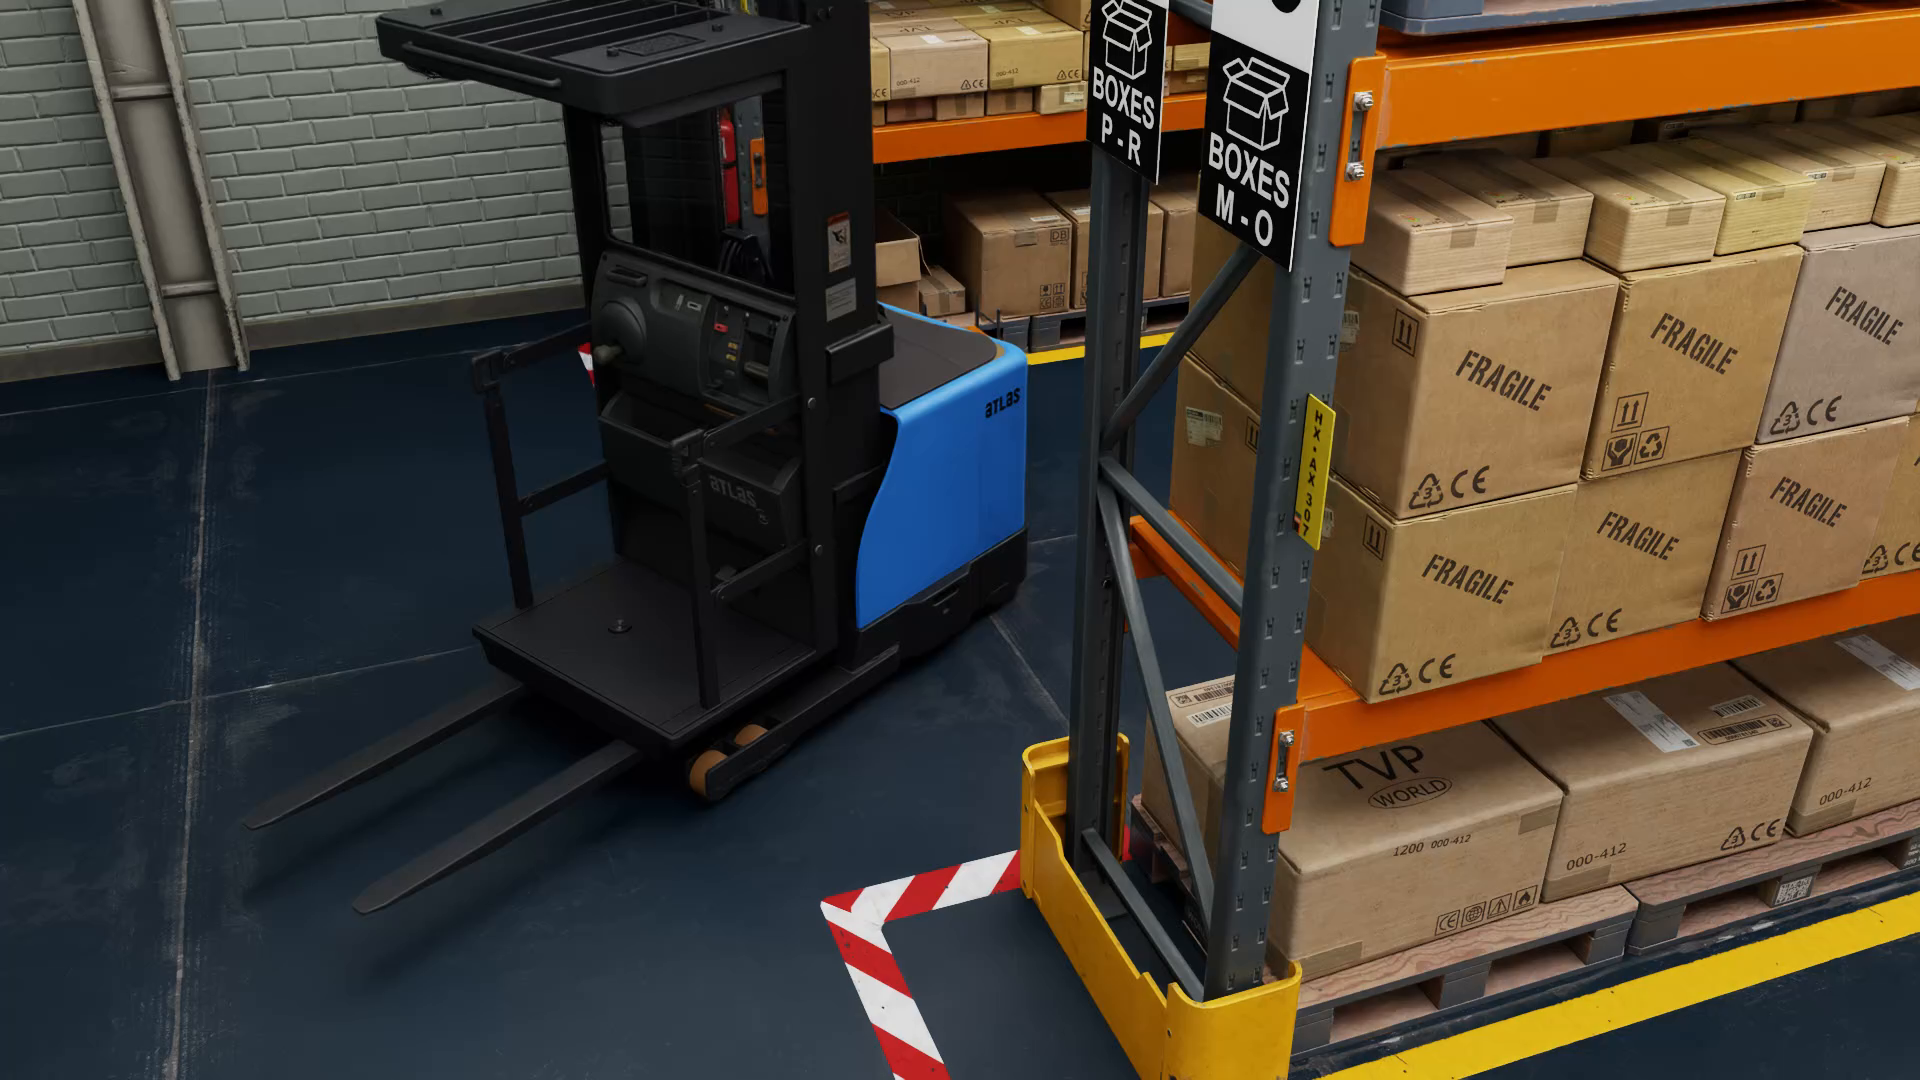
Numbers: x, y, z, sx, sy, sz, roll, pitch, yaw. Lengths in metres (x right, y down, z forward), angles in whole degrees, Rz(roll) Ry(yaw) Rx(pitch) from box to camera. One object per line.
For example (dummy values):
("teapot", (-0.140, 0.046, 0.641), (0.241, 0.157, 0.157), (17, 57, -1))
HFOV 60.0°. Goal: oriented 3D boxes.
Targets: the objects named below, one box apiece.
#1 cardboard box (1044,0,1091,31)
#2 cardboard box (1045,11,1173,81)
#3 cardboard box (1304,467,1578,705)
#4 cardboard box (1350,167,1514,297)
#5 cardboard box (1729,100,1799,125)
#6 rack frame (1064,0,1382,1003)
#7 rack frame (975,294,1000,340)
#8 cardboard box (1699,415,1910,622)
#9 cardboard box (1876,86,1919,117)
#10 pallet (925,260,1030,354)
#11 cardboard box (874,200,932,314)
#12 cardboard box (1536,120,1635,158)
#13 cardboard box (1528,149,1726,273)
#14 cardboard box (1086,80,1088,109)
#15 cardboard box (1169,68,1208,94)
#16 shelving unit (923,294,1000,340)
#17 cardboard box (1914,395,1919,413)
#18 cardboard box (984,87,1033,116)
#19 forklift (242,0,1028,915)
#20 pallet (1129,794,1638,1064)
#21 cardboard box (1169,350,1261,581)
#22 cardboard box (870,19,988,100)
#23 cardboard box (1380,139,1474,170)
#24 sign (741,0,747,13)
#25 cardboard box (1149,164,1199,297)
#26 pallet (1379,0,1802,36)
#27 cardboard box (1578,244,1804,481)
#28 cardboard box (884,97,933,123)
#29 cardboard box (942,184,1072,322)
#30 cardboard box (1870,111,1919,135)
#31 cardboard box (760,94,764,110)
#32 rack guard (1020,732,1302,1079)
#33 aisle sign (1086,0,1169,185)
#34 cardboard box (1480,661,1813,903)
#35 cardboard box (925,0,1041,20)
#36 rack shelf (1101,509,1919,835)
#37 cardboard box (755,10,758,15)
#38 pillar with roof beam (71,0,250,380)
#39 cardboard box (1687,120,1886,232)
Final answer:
("cardboard box", (0.750, -2.894, 8.392), (0.500, 0.500, 0.500), (-10, 31, -16))
("cardboard box", (0.763, -2.583, 8.605), (0.500, 0.250, 0.500), (-11, 32, -19))
("cardboard box", (1.110, 0.018, 4.088), (0.500, 0.500, 0.500), (-11, 31, -18))
("cardboard box", (0.989, -0.682, 3.650), (0.250, 0.149, 0.380), (-10, 31, -17))
("cardboard box", (2.003, -1.149, 4.471), (0.250, 0.149, 0.380), (-10, 31, -16))
("rack frame", (0.560, 0.011, 4.201), (0.127, 3.000, 1.000), (-10, 31, -18))
("rack frame", (0.114, -0.525, 7.110), (0.008, 1.050, 0.200), (-15, 33, -24))
("cardboard box", (2.057, -0.162, 4.403), (0.500, 0.500, 0.500), (-11, 31, -18))
("cardboard box", (2.488, -1.251, 4.649), (0.250, 0.149, 0.380), (-10, 31, -17))
("pallet", (-0.357, -1.231, 9.197), (1.213, 0.211, 1.003), (-10, 31, -18))
("cardboard box", (-0.568, -1.451, 8.864), (0.637, 0.503, 0.797), (-12, 32, -20))
("cardboard box", (1.519, -1.067, 4.326), (0.250, 0.149, 0.380), (-10, 31, -16))
("cardboard box", (1.493, -0.752, 3.773), (0.250, 0.149, 0.380), (-9, 31, -16))
("cardboard box", (0.693, -2.366, 8.626), (0.250, 0.149, 0.380), (-10, 31, -16))
("cardboard box", (1.126, -2.507, 8.874), (0.250, 0.149, 0.380), (-10, 31, -17))
("shelving unit", (0.006, -0.497, 7.061), (0.252, 1.050, 0.215), (-15, 33, -24))
("cardboard box", (2.537, -0.689, 4.318), (0.500, 0.500, 0.500), (-10, 31, -17))
("cardboard box", (0.191, -2.302, 8.514), (0.250, 0.149, 0.380), (-10, 31, -17))
("forklift", (-1.048, -0.666, 5.458), (1.130, 2.935, 3.031), (22, 36, 33))
("pallet", (1.282, 1.048, 5.197), (1.213, 0.211, 1.003), (-10, 31, -18))
("cardboard box", (0.919, -0.239, 4.538), (0.500, 0.500, 0.500), (-10, 31, -17))
("cardboard box", (-0.183, -2.396, 8.276), (0.500, 0.250, 0.500), (-10, 31, -17))
("cardboard box", (1.056, -0.959, 4.136), (0.250, 0.149, 0.380), (-10, 31, -17))
("sign", (-0.985, -2.416, 7.586), (0.005, 0.325, 0.100), (-10, 31, -18))
("cardboard box", (1.219, -1.758, 9.407), (0.500, 0.500, 0.700), (-12, 32, -19))
("pallet", (1.251, -1.387, 3.713), (1.213, 0.211, 1.003), (-10, 31, -18))
("cardboard box", (1.591, -0.510, 4.004), (0.500, 0.500, 0.500), (-11, 32, -19))
("cardboard box", (-0.315, -2.239, 8.403), (0.250, 0.149, 0.380), (-11, 31, -18))
("cardboard box", (0.246, -1.579, 9.092), (0.500, 0.500, 0.700), (-9, 31, -16))
("cardboard box", (2.457, -0.930, 4.086), (0.250, 0.149, 0.380), (-11, 32, -19))
("cardboard box", (-0.958, -2.364, 8.623), (0.250, 0.149, 0.380), (-11, 31, -18))
("rack guard", (0.537, 1.101, 4.812), (0.348, 0.500, 1.175), (-10, 31, -18))
("aisle sign", (0.384, -1.250, 3.788), (0.004, 0.787, 0.394), (-10, 31, -18))
("cardboard box", (1.998, 0.620, 5.297), (0.875, 0.438, 0.875), (-10, 31, -16))
("cardboard box", (0.113, -2.730, 8.862), (0.500, 0.250, 0.500), (-9, 31, -16))
("rack shelf", (2.434, -0.022, 4.985), (4.000, 0.370, 1.077), (-10, 31, -18))
("cardboard box", (-0.836, -2.558, 8.561), (0.500, 0.250, 0.500), (-10, 31, -16))
("pillar with roof beam", (-2.515, -2.853, 3.168), (0.400, 9.000, 9.100), (-10, 31, -18))
("cardboard box", (1.961, -0.875, 3.990), (0.250, 0.149, 0.380), (-10, 31, -17))
